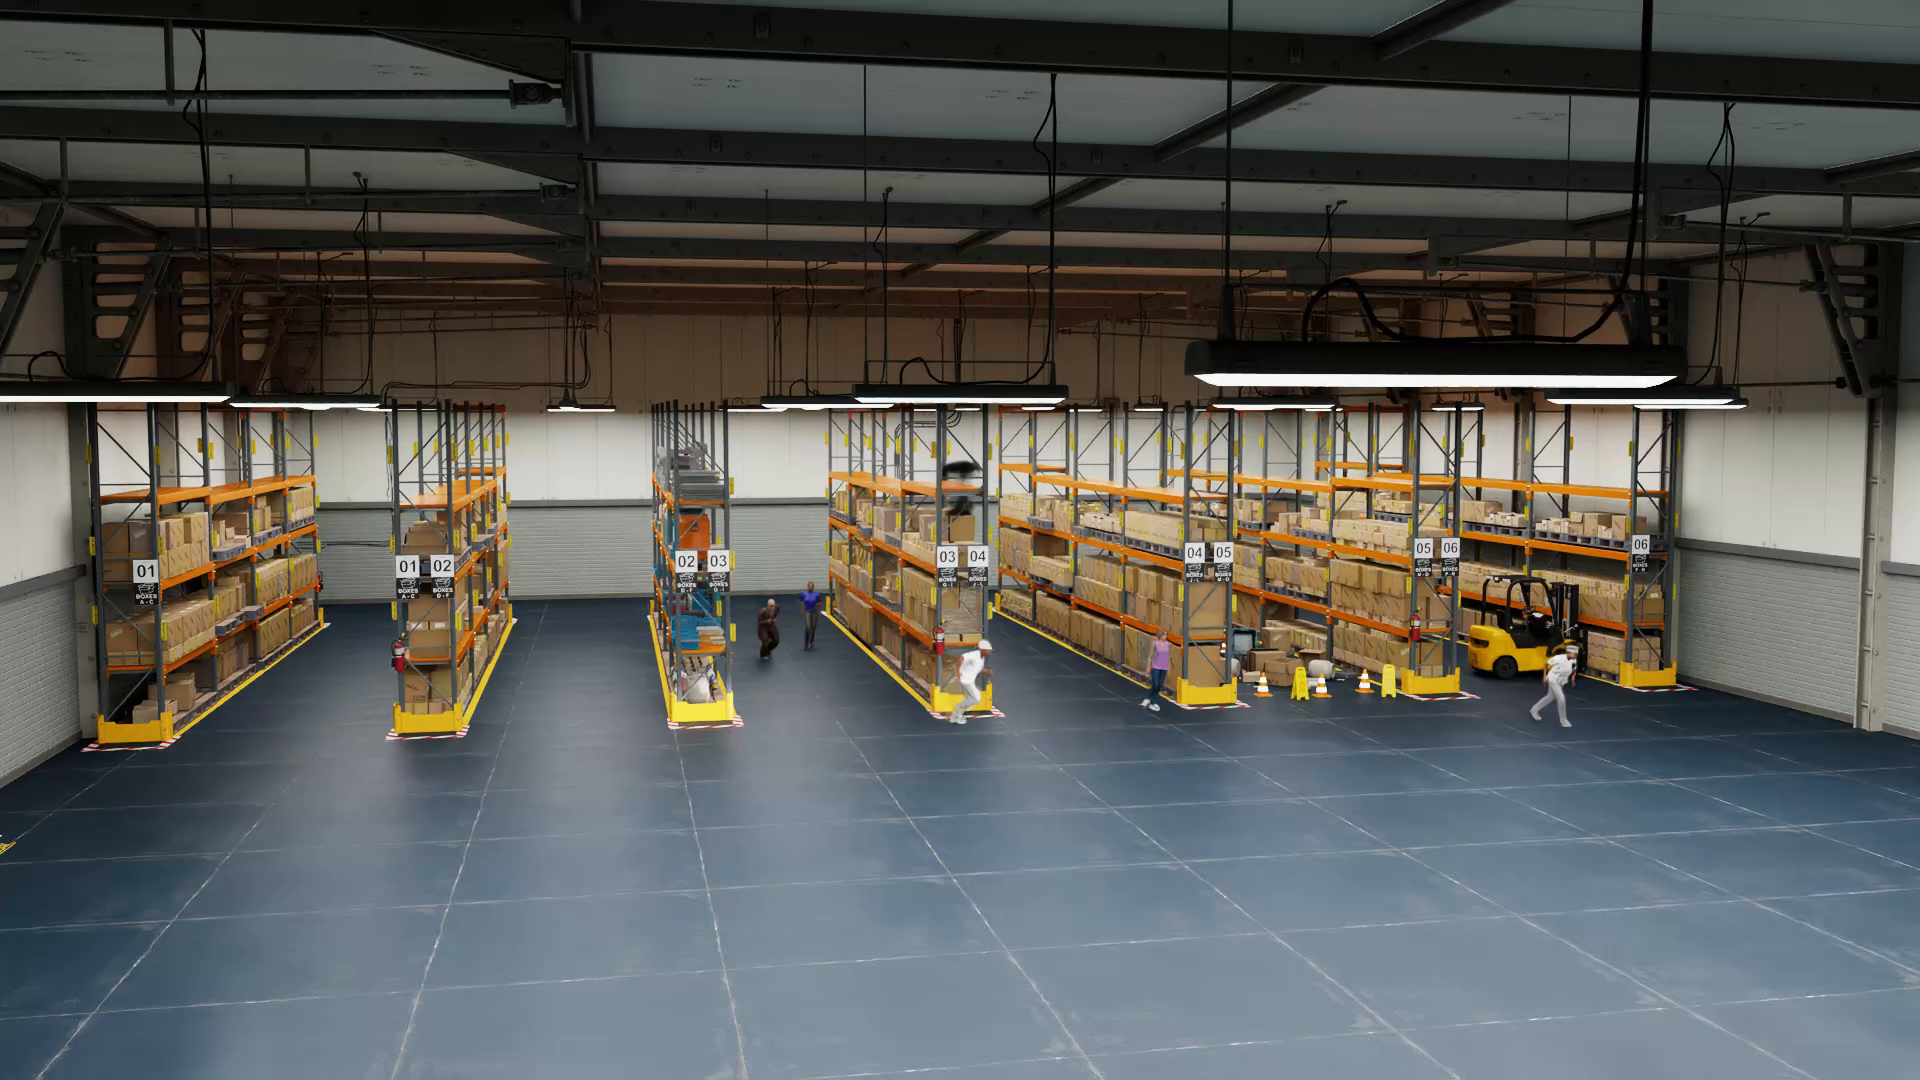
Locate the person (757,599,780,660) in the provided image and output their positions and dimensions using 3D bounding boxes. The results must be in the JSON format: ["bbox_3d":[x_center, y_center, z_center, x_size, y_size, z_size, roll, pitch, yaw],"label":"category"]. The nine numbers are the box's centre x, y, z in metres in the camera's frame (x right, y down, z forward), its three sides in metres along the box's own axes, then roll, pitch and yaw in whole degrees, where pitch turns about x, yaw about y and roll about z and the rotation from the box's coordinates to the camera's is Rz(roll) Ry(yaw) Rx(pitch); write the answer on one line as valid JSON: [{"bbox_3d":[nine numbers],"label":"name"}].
[{"bbox_3d":[-4.410,2.103,38.418,0.718,1.431,1.028,-3,5,-33],"label":"person"}]

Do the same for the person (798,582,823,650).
[{"bbox_3d":[-3.627,1.859,40.565,0.576,1.677,0.713,-1,4,-13],"label":"person"}]

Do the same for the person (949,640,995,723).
[{"bbox_3d":[0.199,2.623,30.618,0.860,1.578,0.738,2,5,20],"label":"person"}]

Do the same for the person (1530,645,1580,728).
[{"bbox_3d":[10.985,2.651,30.726,0.592,1.510,1.010,-2,5,-23],"label":"person"}]

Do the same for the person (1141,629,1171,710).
[{"bbox_3d":[3.805,2.503,32.195,0.552,1.595,0.419,-2,5,-24],"label":"person"}]
